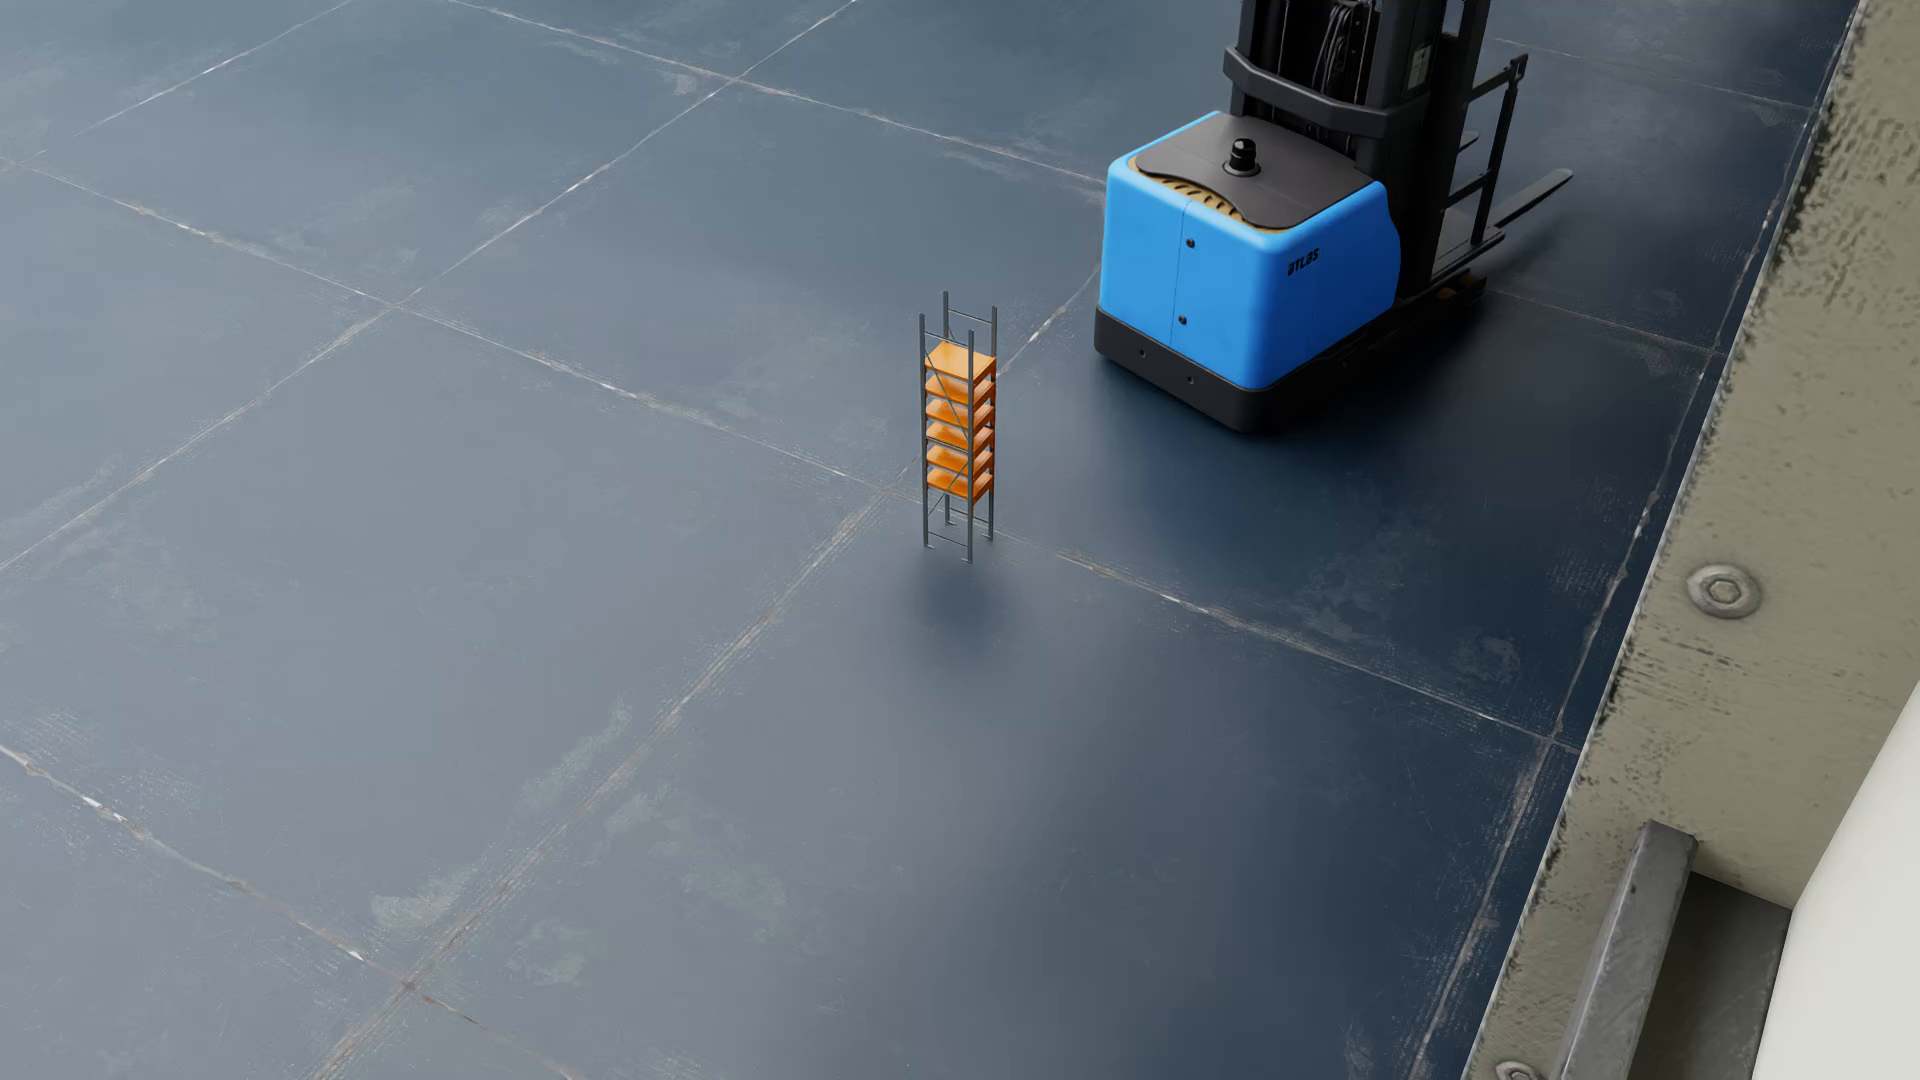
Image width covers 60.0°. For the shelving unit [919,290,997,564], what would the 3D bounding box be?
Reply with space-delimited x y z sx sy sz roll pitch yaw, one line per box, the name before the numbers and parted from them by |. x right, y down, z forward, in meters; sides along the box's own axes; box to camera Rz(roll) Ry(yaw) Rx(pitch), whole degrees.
shelving unit | -0.007 -0.442 6.844 0.258 1.200 0.189 21 45 22

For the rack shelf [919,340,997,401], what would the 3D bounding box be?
rack shelf | -0.007 -0.679 6.635 0.258 0.103 0.180 21 45 22

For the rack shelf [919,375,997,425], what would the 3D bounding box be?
rack shelf | -0.007 -0.589 6.715 0.258 0.103 0.180 21 45 22

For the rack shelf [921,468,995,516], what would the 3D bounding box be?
rack shelf | -0.007 -0.229 7.032 0.258 0.103 0.180 21 45 22

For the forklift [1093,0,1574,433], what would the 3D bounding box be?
forklift | 2.079 -2.450 7.814 3.031 2.935 1.130 -32 50 -31

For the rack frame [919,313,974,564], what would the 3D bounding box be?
rack frame | -0.053 -0.390 6.785 0.240 1.200 0.006 21 45 22

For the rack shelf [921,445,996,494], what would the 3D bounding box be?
rack shelf | -0.007 -0.319 6.953 0.258 0.103 0.180 21 45 22

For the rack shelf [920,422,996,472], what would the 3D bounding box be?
rack shelf | -0.007 -0.409 6.873 0.258 0.103 0.180 21 45 22

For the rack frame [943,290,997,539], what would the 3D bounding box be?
rack frame | 0.039 -0.494 6.904 0.240 1.200 0.006 21 45 22

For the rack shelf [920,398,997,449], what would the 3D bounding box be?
rack shelf | -0.007 -0.499 6.794 0.258 0.103 0.180 21 45 22
